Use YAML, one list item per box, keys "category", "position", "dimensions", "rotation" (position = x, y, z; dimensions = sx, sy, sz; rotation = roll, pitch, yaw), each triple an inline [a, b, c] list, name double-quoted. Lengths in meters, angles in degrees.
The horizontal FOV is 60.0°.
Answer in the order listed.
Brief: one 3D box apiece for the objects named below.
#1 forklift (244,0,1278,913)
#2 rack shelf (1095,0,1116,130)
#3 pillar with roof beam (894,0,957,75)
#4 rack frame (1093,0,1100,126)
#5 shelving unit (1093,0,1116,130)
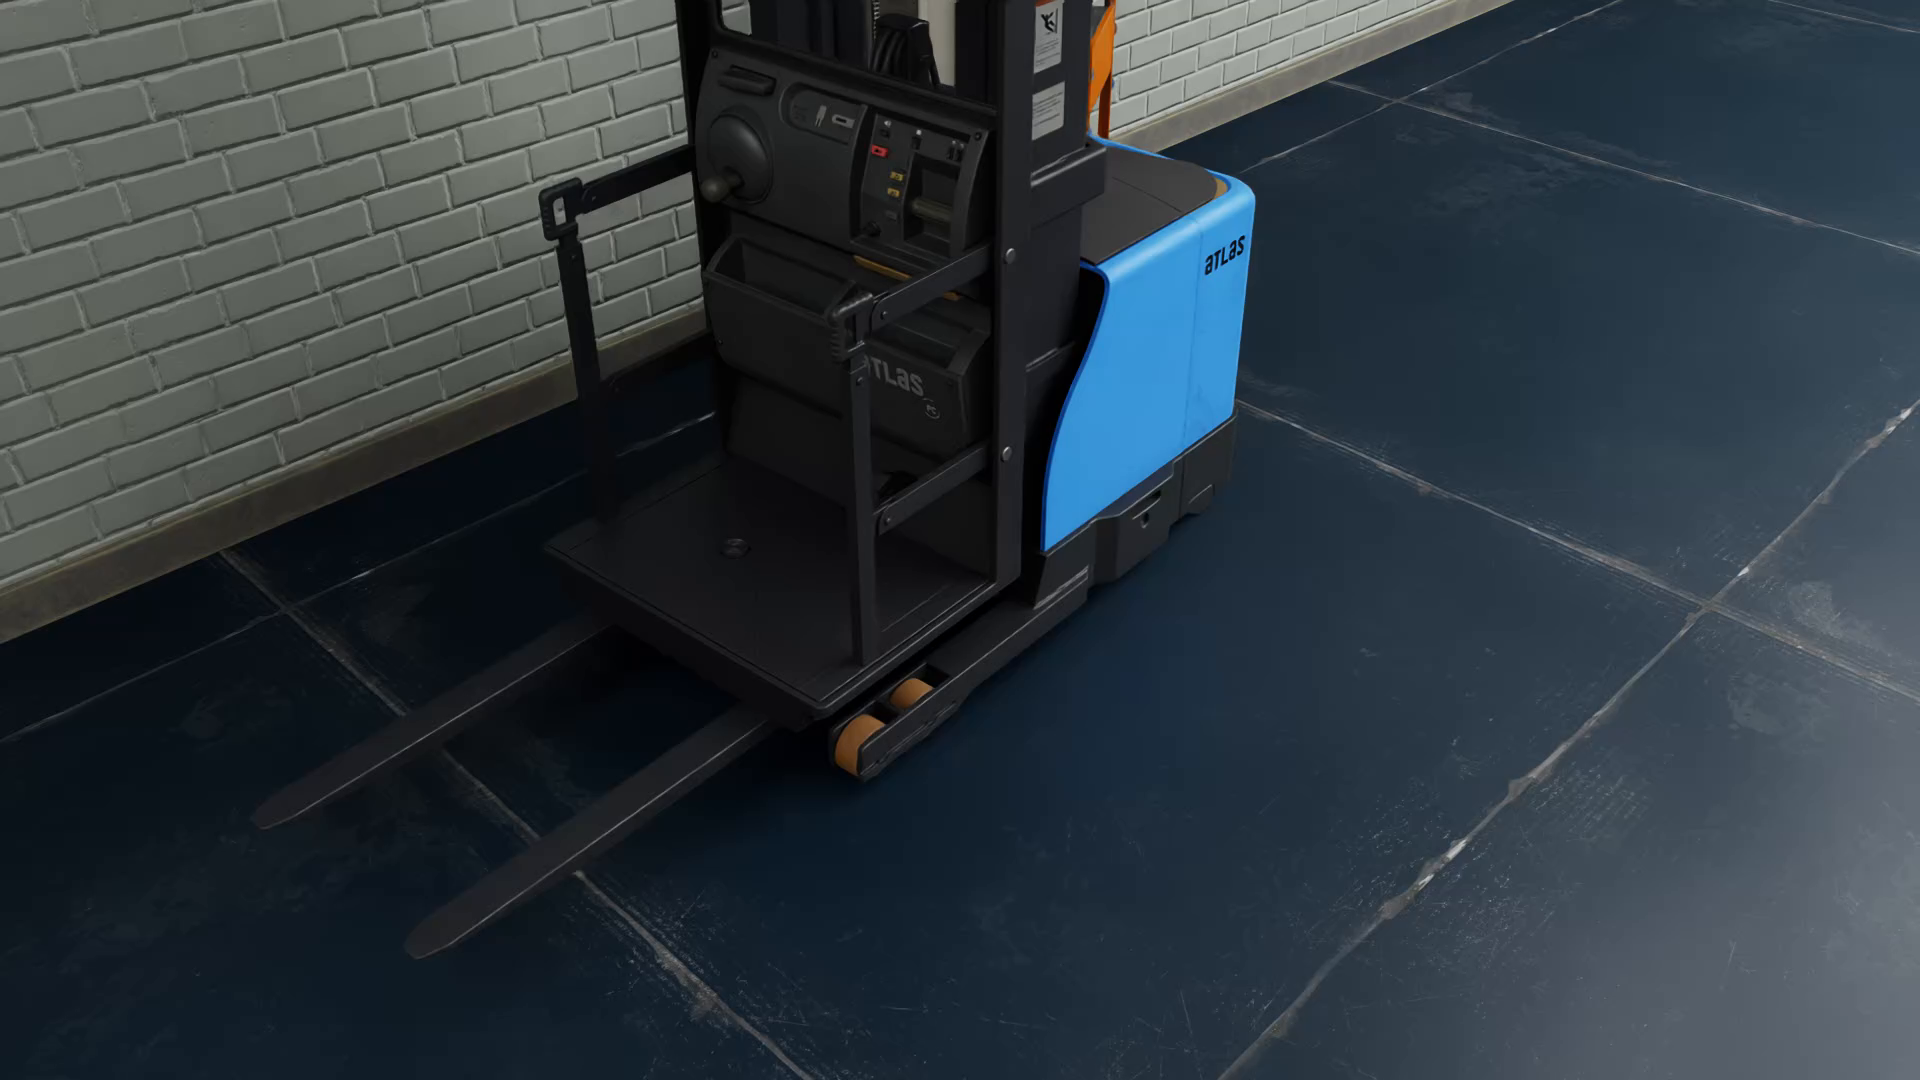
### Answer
- category: "forklift"
  position: [-0.450, -0.943, 4.040]
  dimensions: [1.130, 2.935, 3.031]
  rotation: [30, 45, 35]
- category: "rack shelf"
  position: [0.283, -1.541, 5.641]
  dimensions: [0.431, 0.518, 0.480]
  rotation: [6, 36, 8]
- category: "pillar with roof beam"
  position: [2.936, -3.092, 1.818]
  dimensions: [9.100, 9.000, 0.400]
  rotation: [30, 45, 35]
- category: "rack frame"
  position: [0.242, -1.411, 5.438]
  dimensions: [0.400, 2.100, 0.015]
  rotation: [6, 36, 8]
- category: "shelving unit"
  position: [0.283, -1.552, 5.633]
  dimensions: [0.431, 2.100, 0.503]
  rotation: [6, 36, 8]
